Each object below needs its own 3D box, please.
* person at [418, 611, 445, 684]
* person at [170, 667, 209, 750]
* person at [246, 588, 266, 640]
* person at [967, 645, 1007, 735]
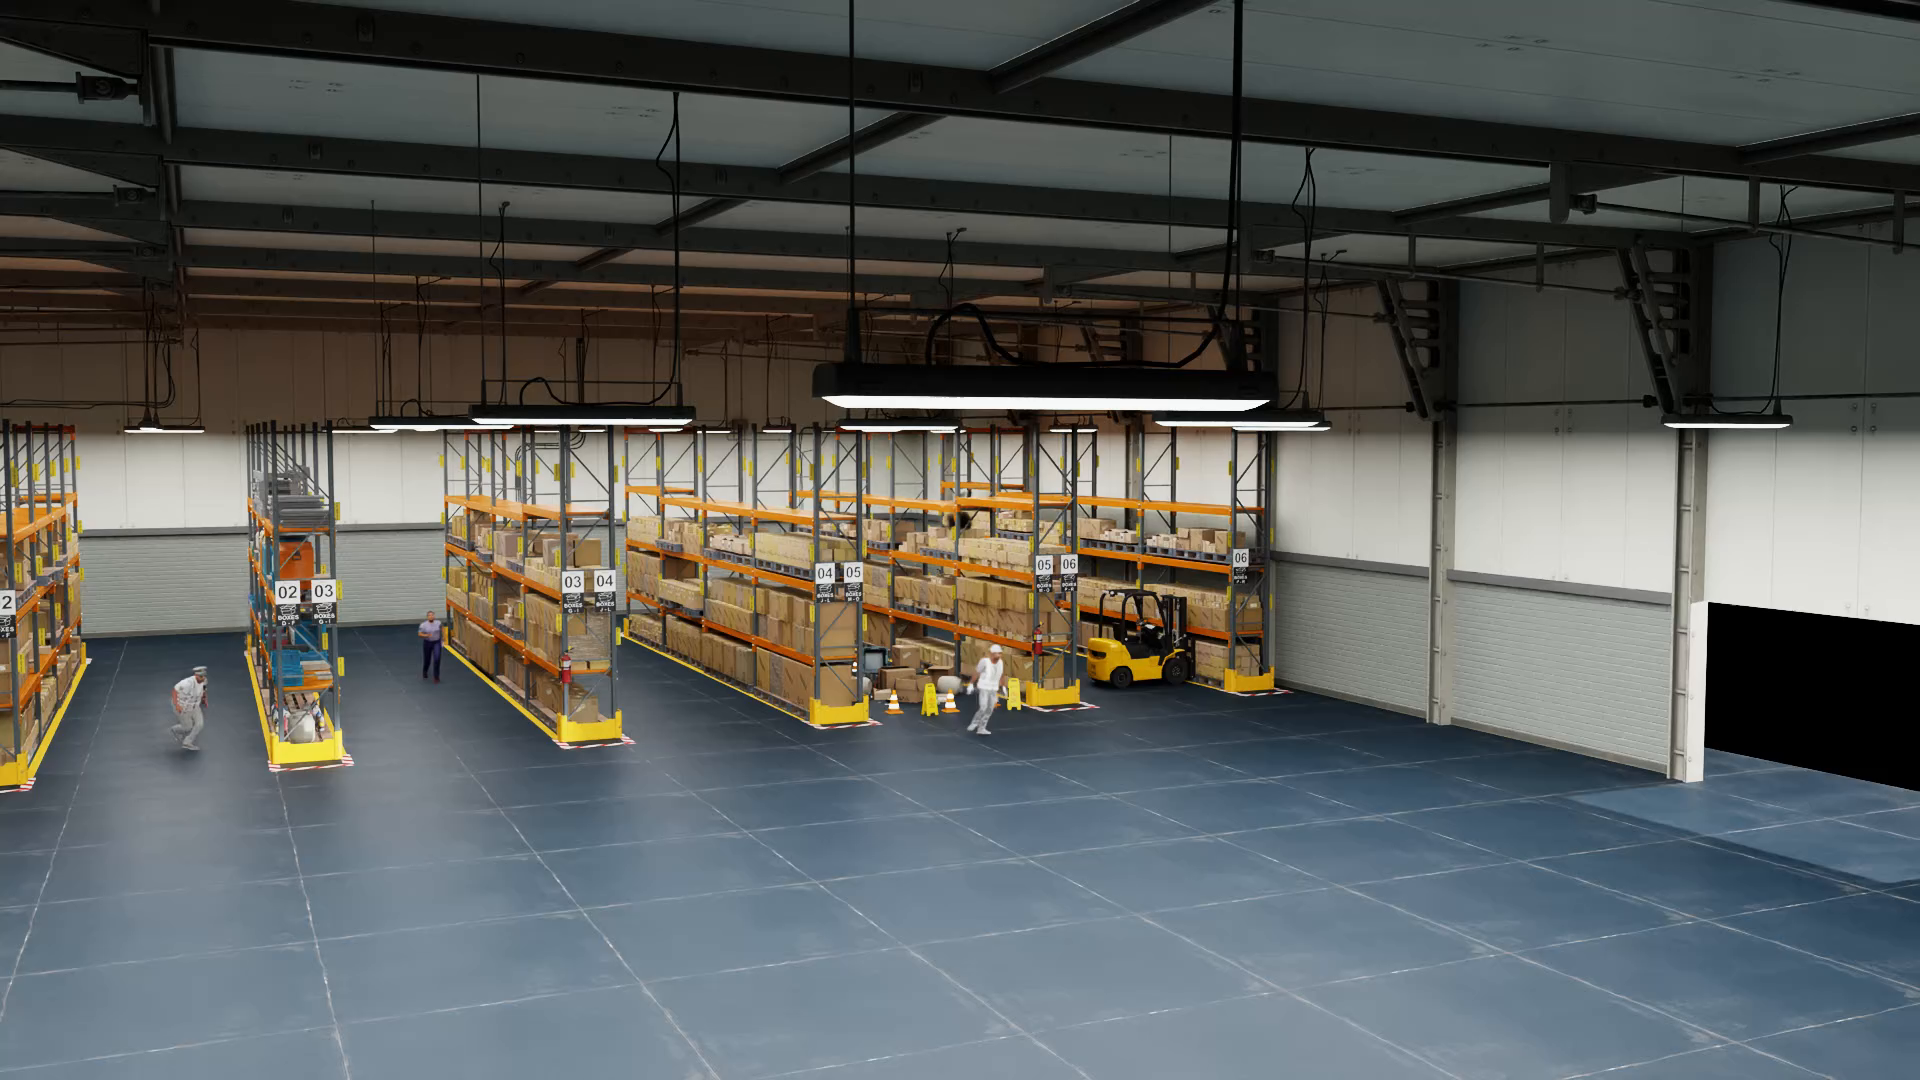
[{"bbox_3d":[-12.312,2.486,38.763,0.595,1.690,0.901,-1,4,-20],"label":"person"},{"bbox_3d":[-14.087,3.065,30.304,0.966,1.553,0.667,2,4,30],"label":"person"},{"bbox_3d":[-19.039,2.035,45.569,0.930,1.629,0.606,0,4,3],"label":"person"},{"bbox_3d":[0.529,2.866,31.838,0.706,1.745,0.594,-3,4,-36],"label":"person"}]
